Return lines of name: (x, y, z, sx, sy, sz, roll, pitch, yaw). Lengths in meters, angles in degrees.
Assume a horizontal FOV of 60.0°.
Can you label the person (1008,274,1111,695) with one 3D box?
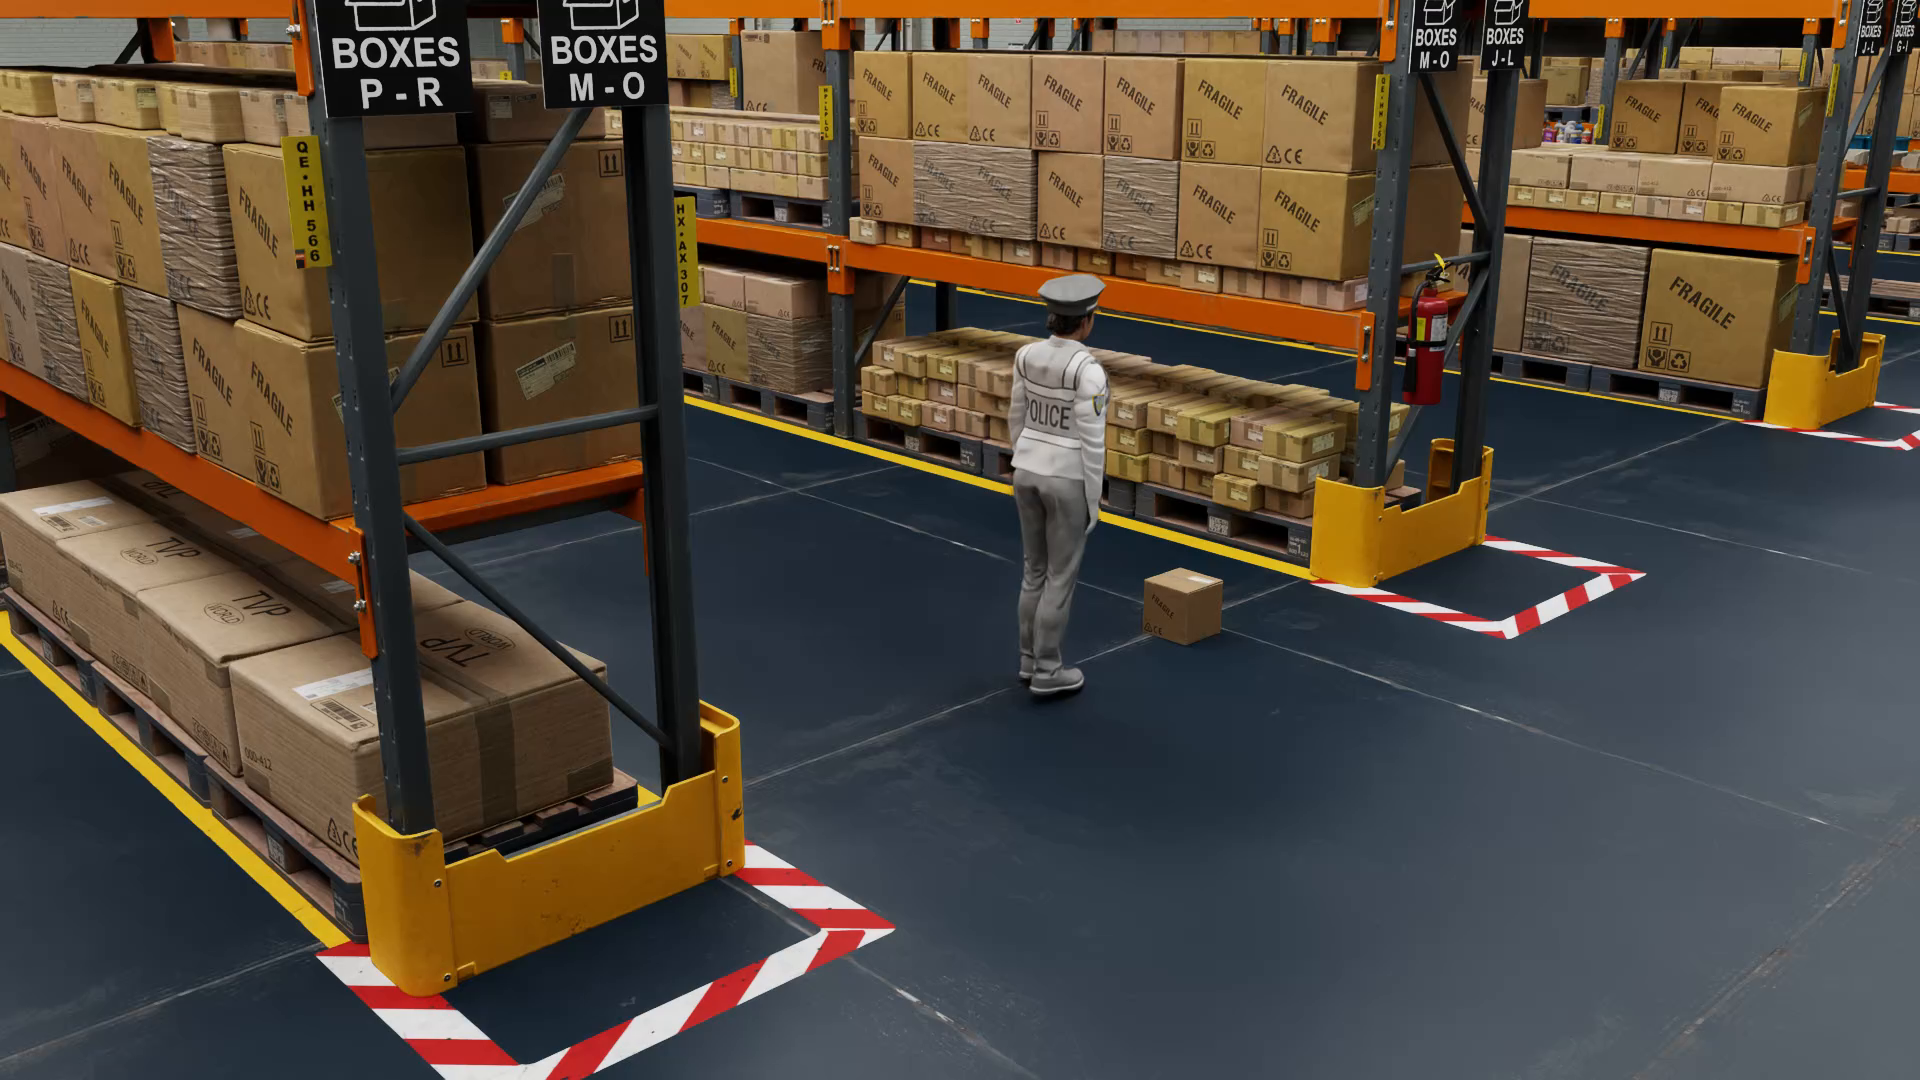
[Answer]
person: (0.371, -0.204, 6.665, 0.499, 1.696, 0.408, 17, 24, 42)
